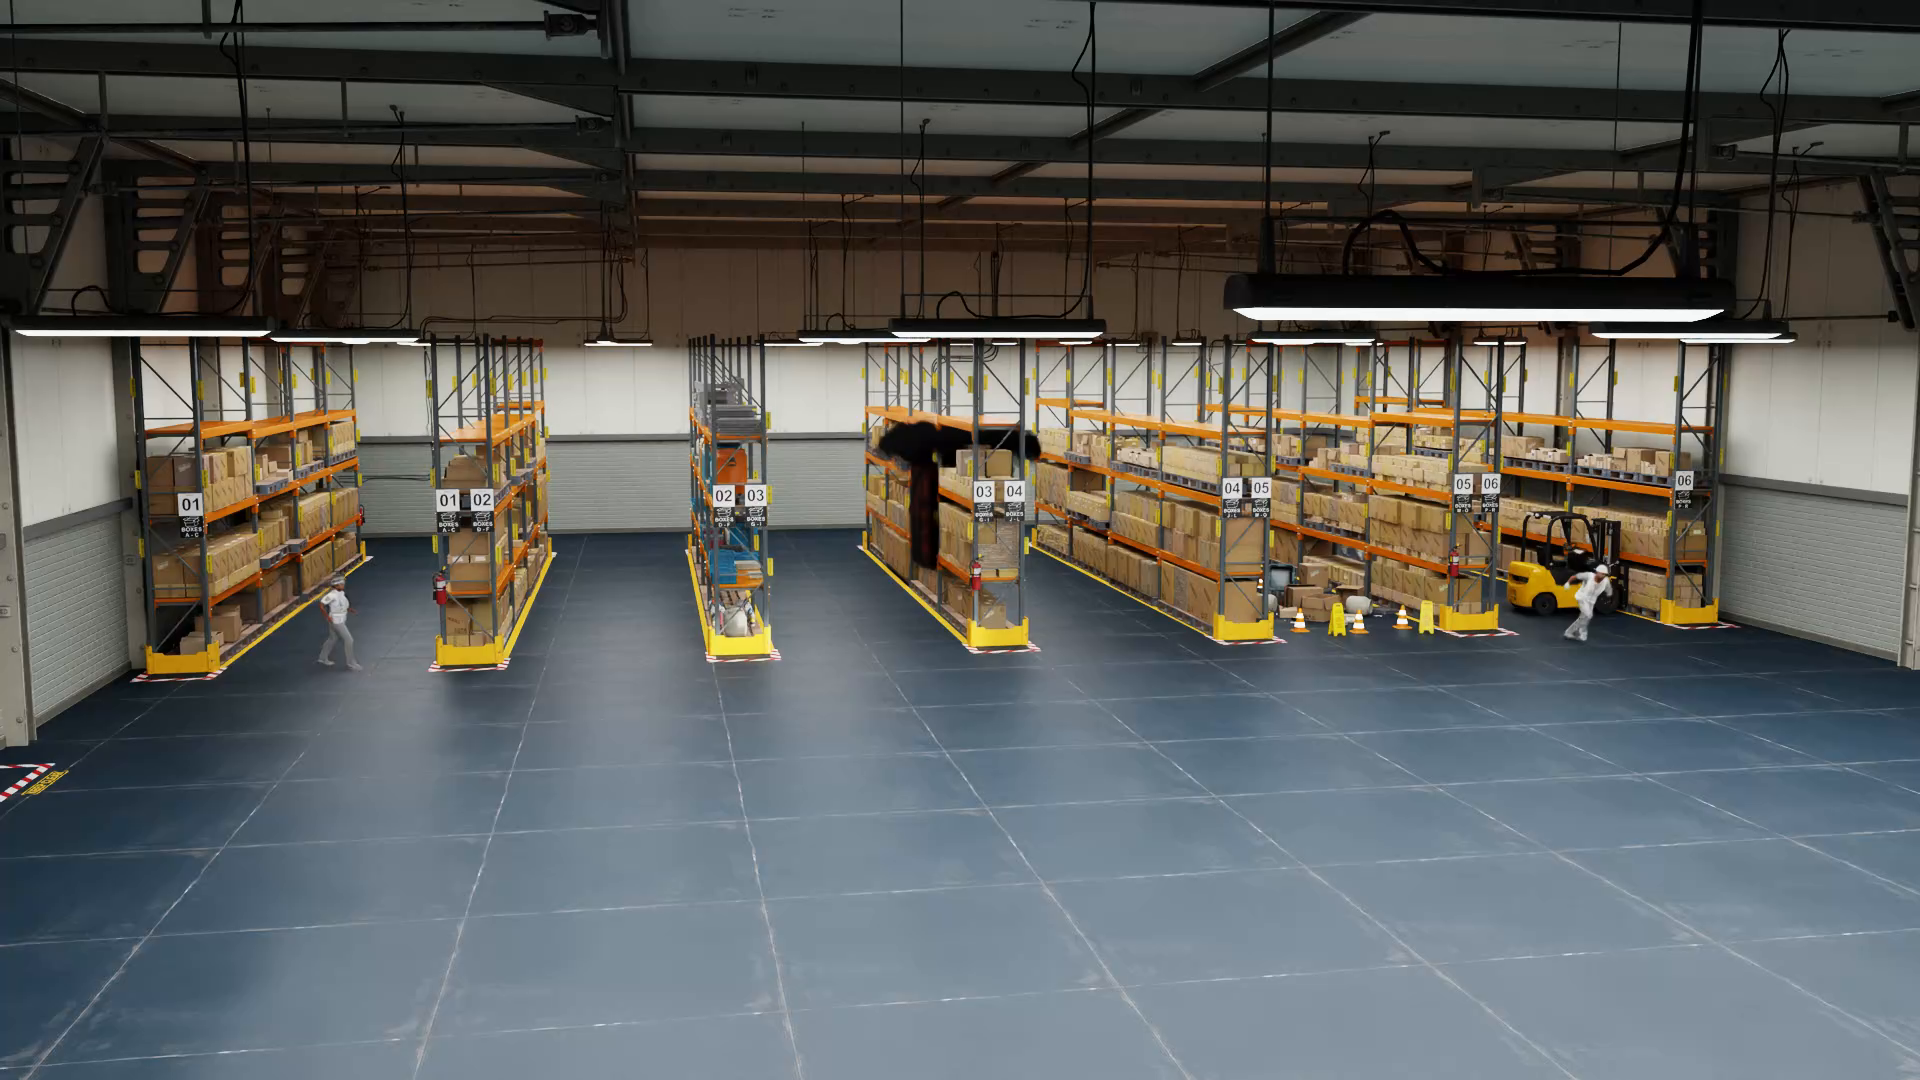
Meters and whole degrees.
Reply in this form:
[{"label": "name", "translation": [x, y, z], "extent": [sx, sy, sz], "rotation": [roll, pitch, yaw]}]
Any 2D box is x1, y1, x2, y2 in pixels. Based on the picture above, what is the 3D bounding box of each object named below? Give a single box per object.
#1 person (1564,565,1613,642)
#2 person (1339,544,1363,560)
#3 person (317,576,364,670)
[{"label": "person", "translation": [12.306, 1.211, 32.489], "extent": [0.632, 1.543, 1.100], "rotation": [-2, 7, -16]}, {"label": "person", "translation": [10.574, -0.275, 45.000], "extent": [0.597, 1.725, 0.956], "rotation": [-3, 7, -22]}, {"label": "person", "translation": [-11.088, 1.488, 29.594], "extent": [0.811, 1.716, 0.575], "rotation": [-1, 7, -7]}]
